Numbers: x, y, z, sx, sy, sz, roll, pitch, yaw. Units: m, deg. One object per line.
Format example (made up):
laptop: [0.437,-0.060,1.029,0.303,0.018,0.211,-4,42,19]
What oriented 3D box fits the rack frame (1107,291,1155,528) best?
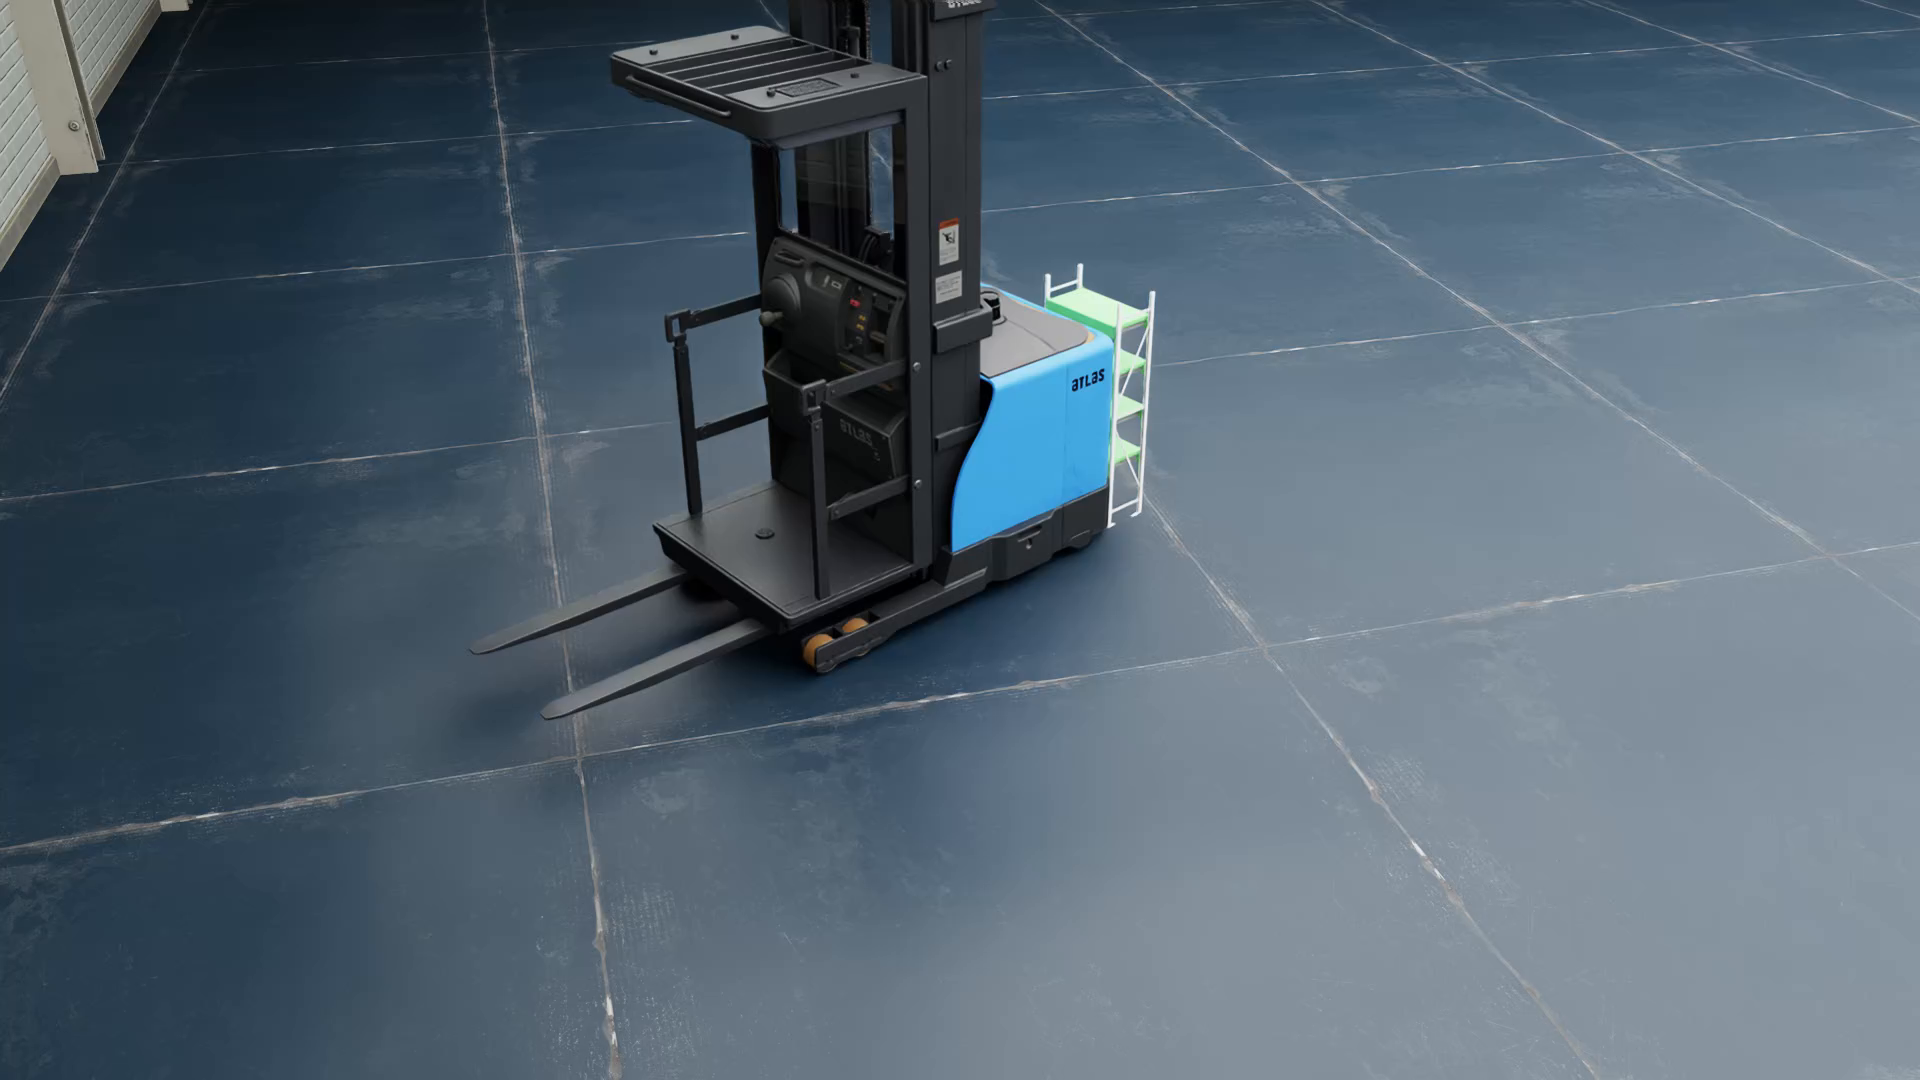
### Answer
rack frame: [0.829,-0.619,8.122,0.240,1.200,0.015,-23,37,-35]

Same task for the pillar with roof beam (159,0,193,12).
pillar with roof beam: [-4.570,-10.393,17.223,9.100,9.000,0.400,-8,31,-13]

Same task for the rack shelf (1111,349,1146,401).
rack shelf: [0.670,-0.864,8.194,0.258,0.148,0.480,-23,37,-35]

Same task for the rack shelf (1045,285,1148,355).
rack shelf: [0.670,-1.072,8.074,0.258,0.148,0.480,-23,37,-35]

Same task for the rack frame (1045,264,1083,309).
rack frame: [0.510,-0.804,8.442,0.240,1.200,0.015,-23,37,-35]

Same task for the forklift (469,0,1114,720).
forklift: [-0.711,-0.987,7.029,3.031,2.935,1.130,-23,37,-34]

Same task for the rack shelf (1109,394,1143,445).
rack shelf: [0.670,-0.656,8.314,0.258,0.148,0.480,-23,37,-35]

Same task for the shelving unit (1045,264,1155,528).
shelving unit: [0.670,-0.712,8.282,0.258,1.200,0.503,-23,37,-35]

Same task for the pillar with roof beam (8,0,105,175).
pillar with roof beam: [-2.978,-7.495,12.217,9.100,9.000,0.400,-8,31,-13]

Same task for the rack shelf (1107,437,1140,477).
rack shelf: [0.669,-0.449,8.434,0.258,0.148,0.480,-23,37,-35]
